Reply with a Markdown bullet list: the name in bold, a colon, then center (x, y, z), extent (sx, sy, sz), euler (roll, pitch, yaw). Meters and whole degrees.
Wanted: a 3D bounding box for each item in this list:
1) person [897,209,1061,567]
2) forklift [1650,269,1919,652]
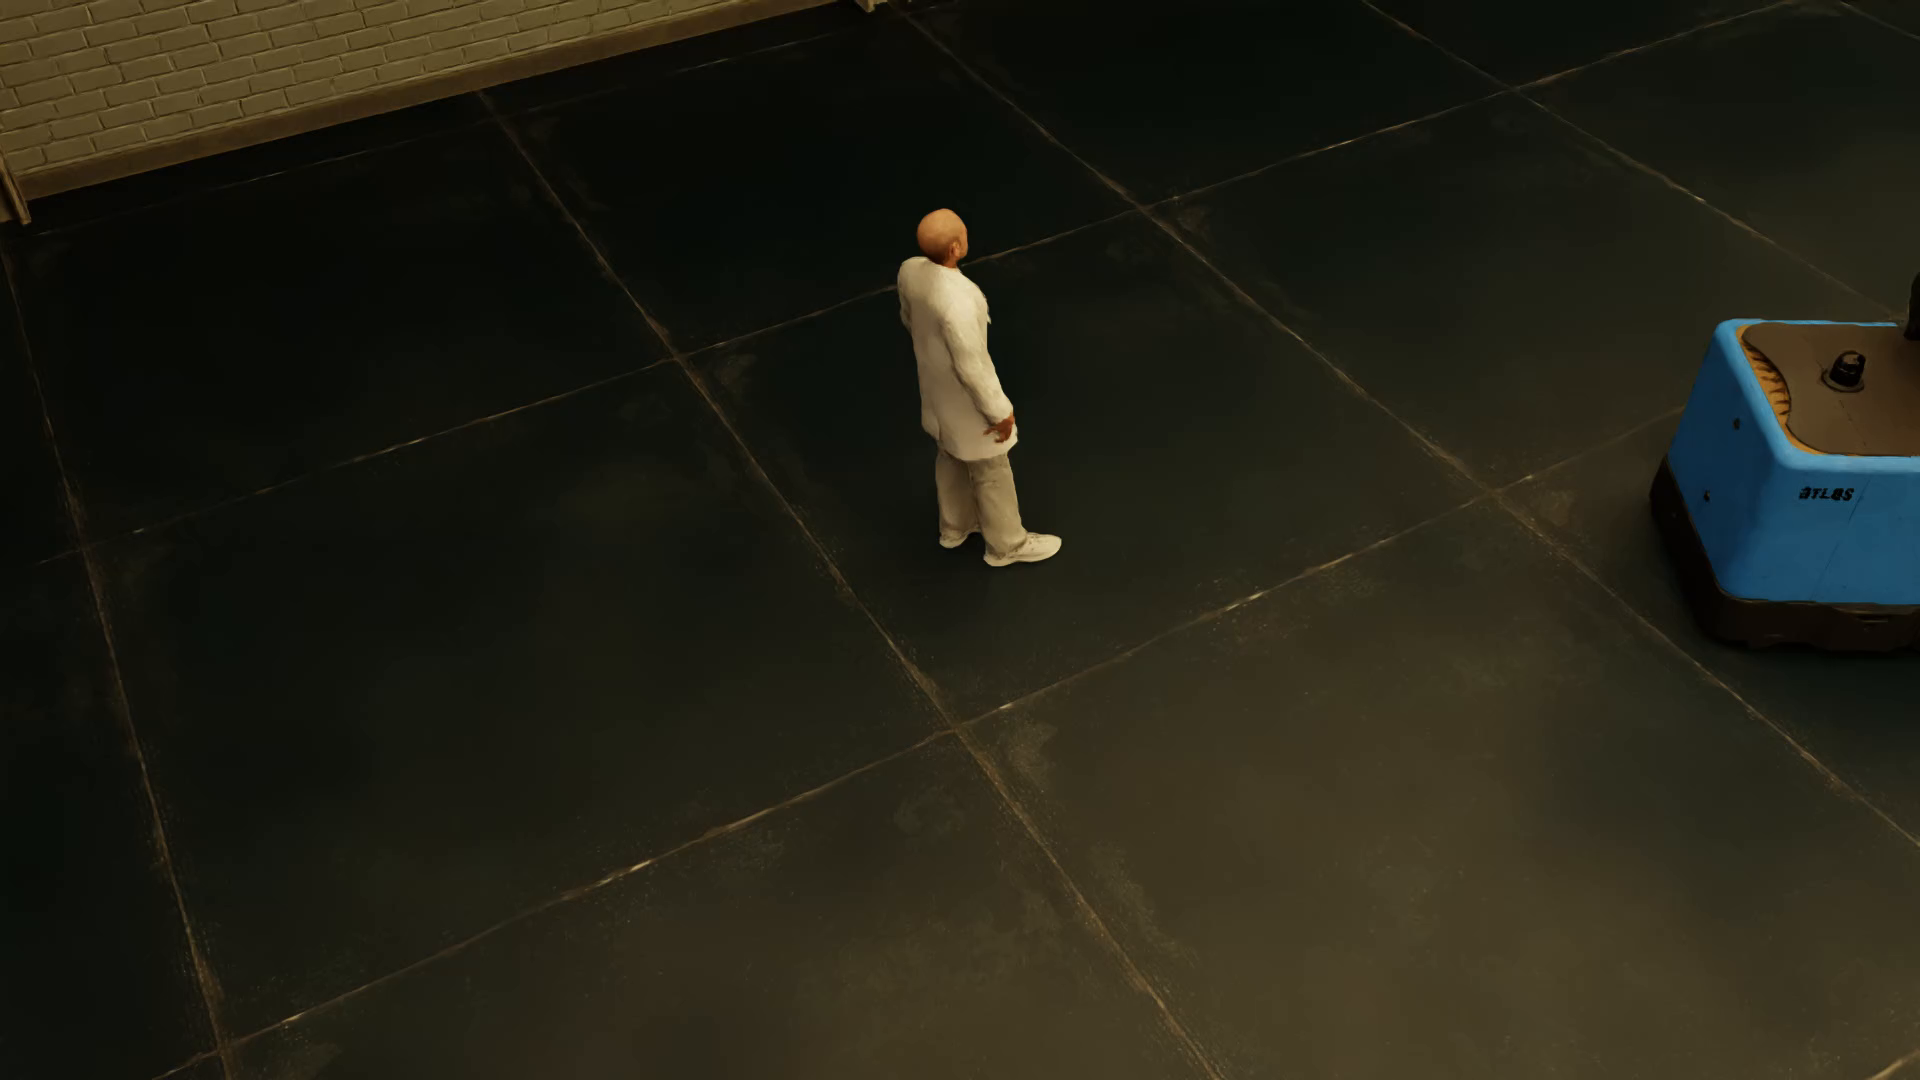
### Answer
- **person**: center (0.081, -0.685, 7.274), extent (0.579, 1.776, 0.694), euler (-21, 47, -21)
- **forklift**: center (4.802, -0.895, 6.662), extent (3.031, 2.935, 1.130), euler (2, 43, 2)
